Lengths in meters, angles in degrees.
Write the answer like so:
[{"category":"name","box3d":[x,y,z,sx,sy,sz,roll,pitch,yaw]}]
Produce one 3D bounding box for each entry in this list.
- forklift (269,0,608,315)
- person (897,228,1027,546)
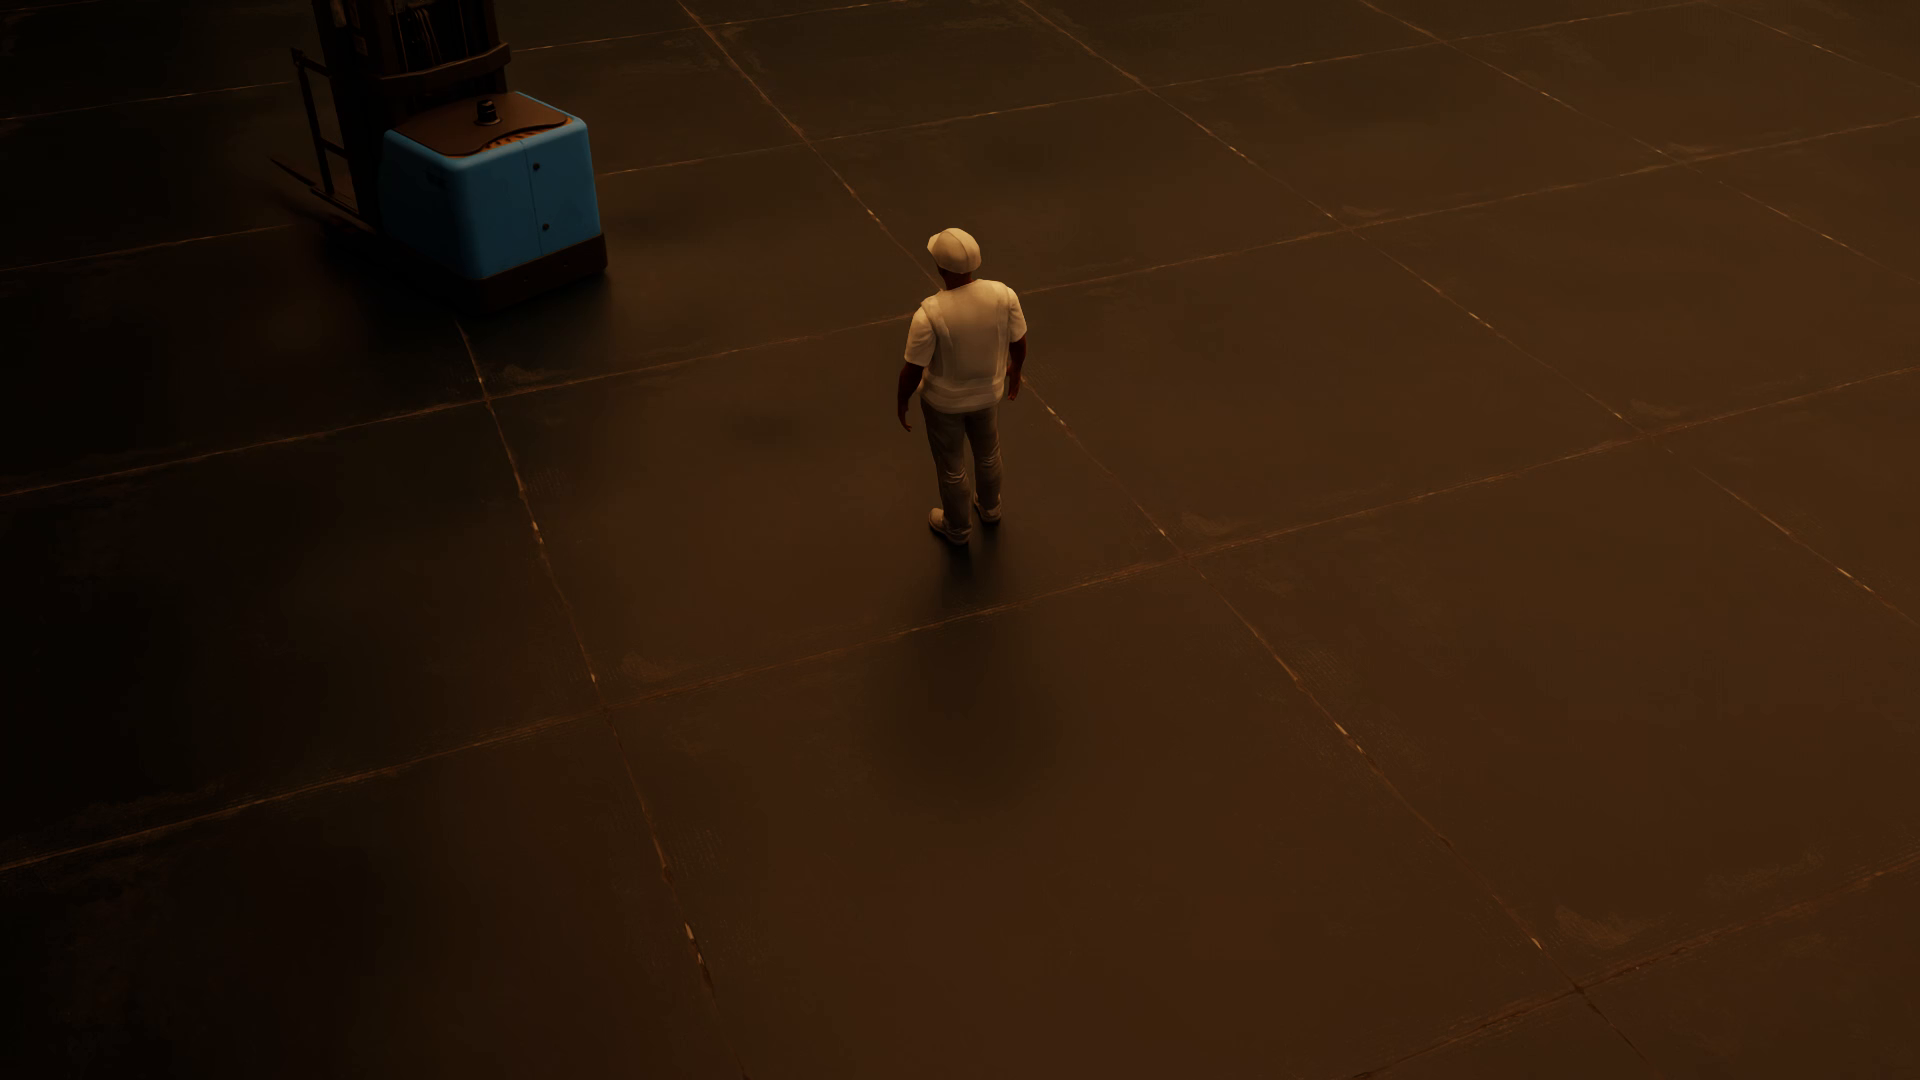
[{"category":"forklift","box3d":[-3.755,-3.362,10.827,3.031,2.935,1.130,29,45,35]},{"category":"person","box3d":[-0.021,-0.764,8.166,0.665,1.765,0.577,-14,38,-19]}]
